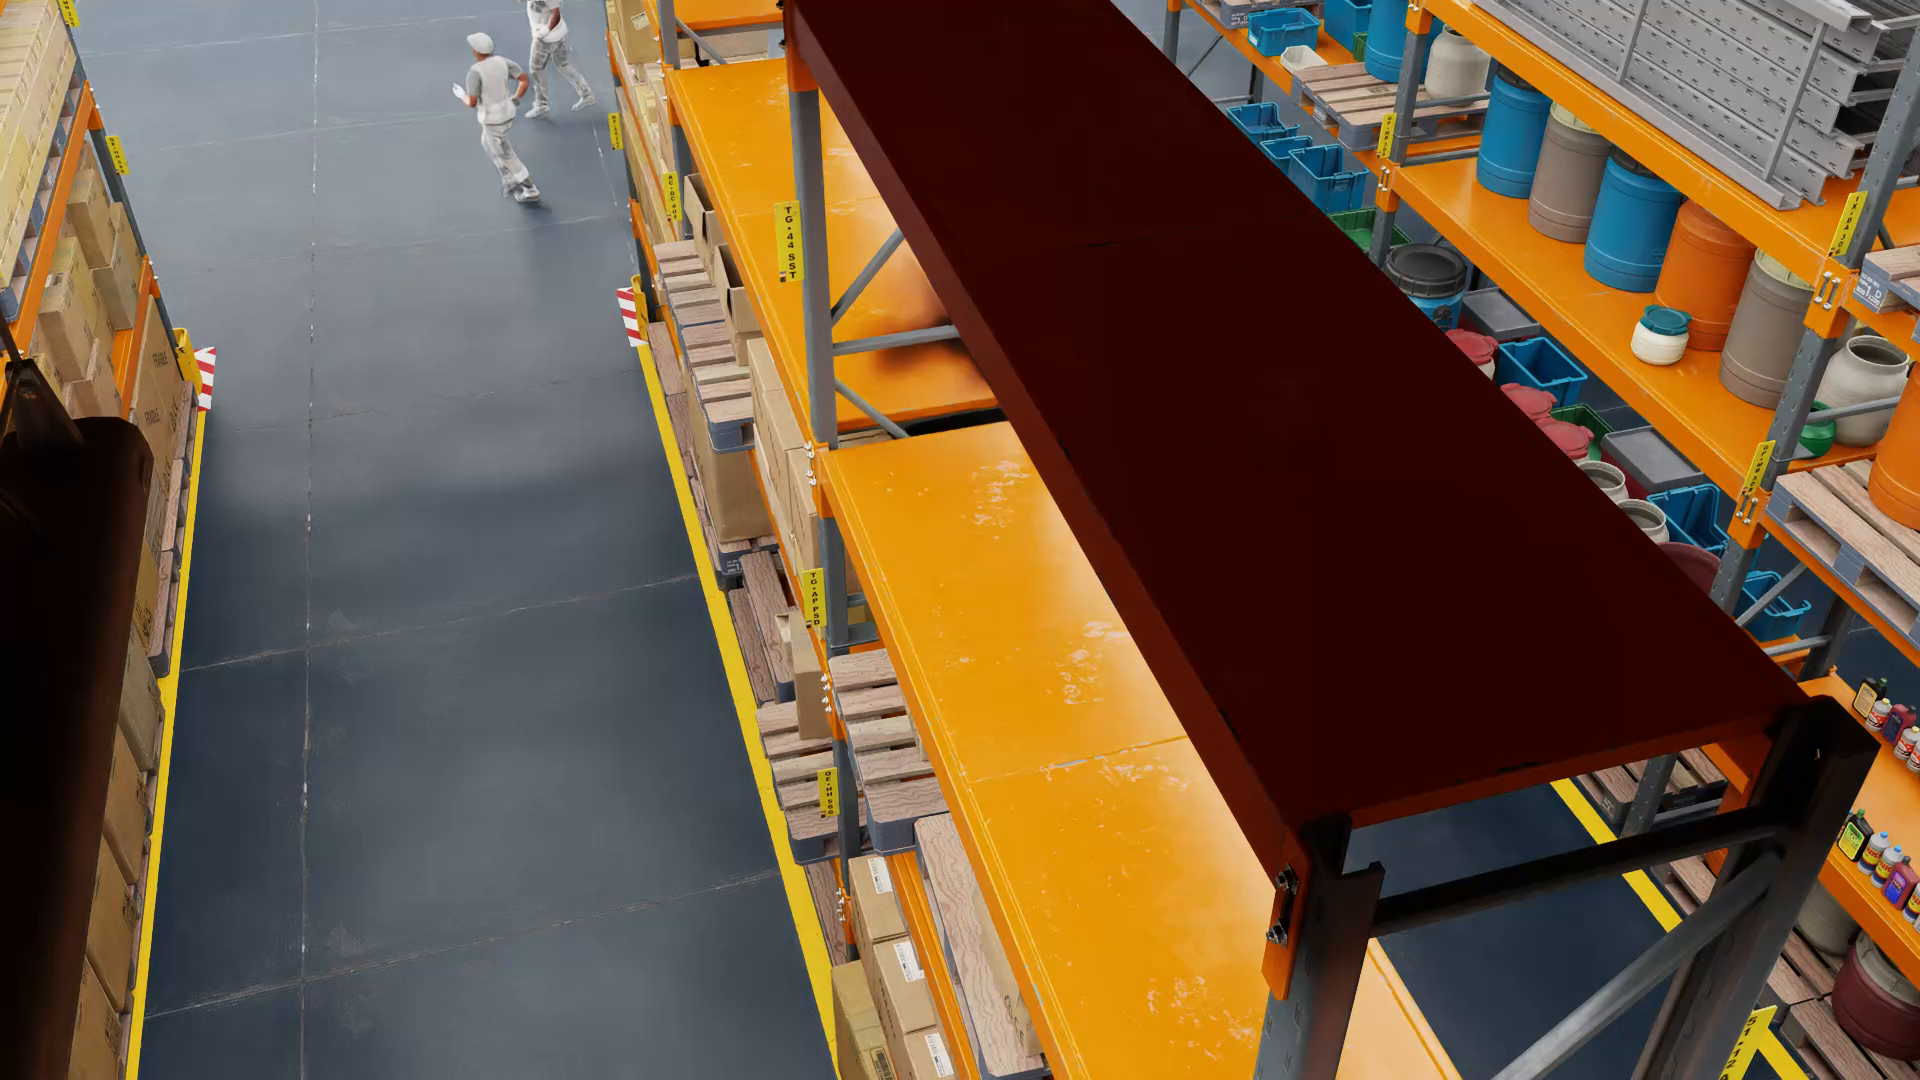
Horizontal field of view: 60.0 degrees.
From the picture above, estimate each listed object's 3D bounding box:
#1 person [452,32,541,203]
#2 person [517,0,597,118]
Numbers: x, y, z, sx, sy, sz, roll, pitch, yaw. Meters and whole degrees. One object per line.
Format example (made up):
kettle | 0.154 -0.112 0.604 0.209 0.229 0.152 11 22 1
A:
person | -4.674 -4.198 16.714 0.746 1.832 0.616 16 41 19
person | -4.519 -5.534 18.344 0.824 1.823 0.664 7 39 9
